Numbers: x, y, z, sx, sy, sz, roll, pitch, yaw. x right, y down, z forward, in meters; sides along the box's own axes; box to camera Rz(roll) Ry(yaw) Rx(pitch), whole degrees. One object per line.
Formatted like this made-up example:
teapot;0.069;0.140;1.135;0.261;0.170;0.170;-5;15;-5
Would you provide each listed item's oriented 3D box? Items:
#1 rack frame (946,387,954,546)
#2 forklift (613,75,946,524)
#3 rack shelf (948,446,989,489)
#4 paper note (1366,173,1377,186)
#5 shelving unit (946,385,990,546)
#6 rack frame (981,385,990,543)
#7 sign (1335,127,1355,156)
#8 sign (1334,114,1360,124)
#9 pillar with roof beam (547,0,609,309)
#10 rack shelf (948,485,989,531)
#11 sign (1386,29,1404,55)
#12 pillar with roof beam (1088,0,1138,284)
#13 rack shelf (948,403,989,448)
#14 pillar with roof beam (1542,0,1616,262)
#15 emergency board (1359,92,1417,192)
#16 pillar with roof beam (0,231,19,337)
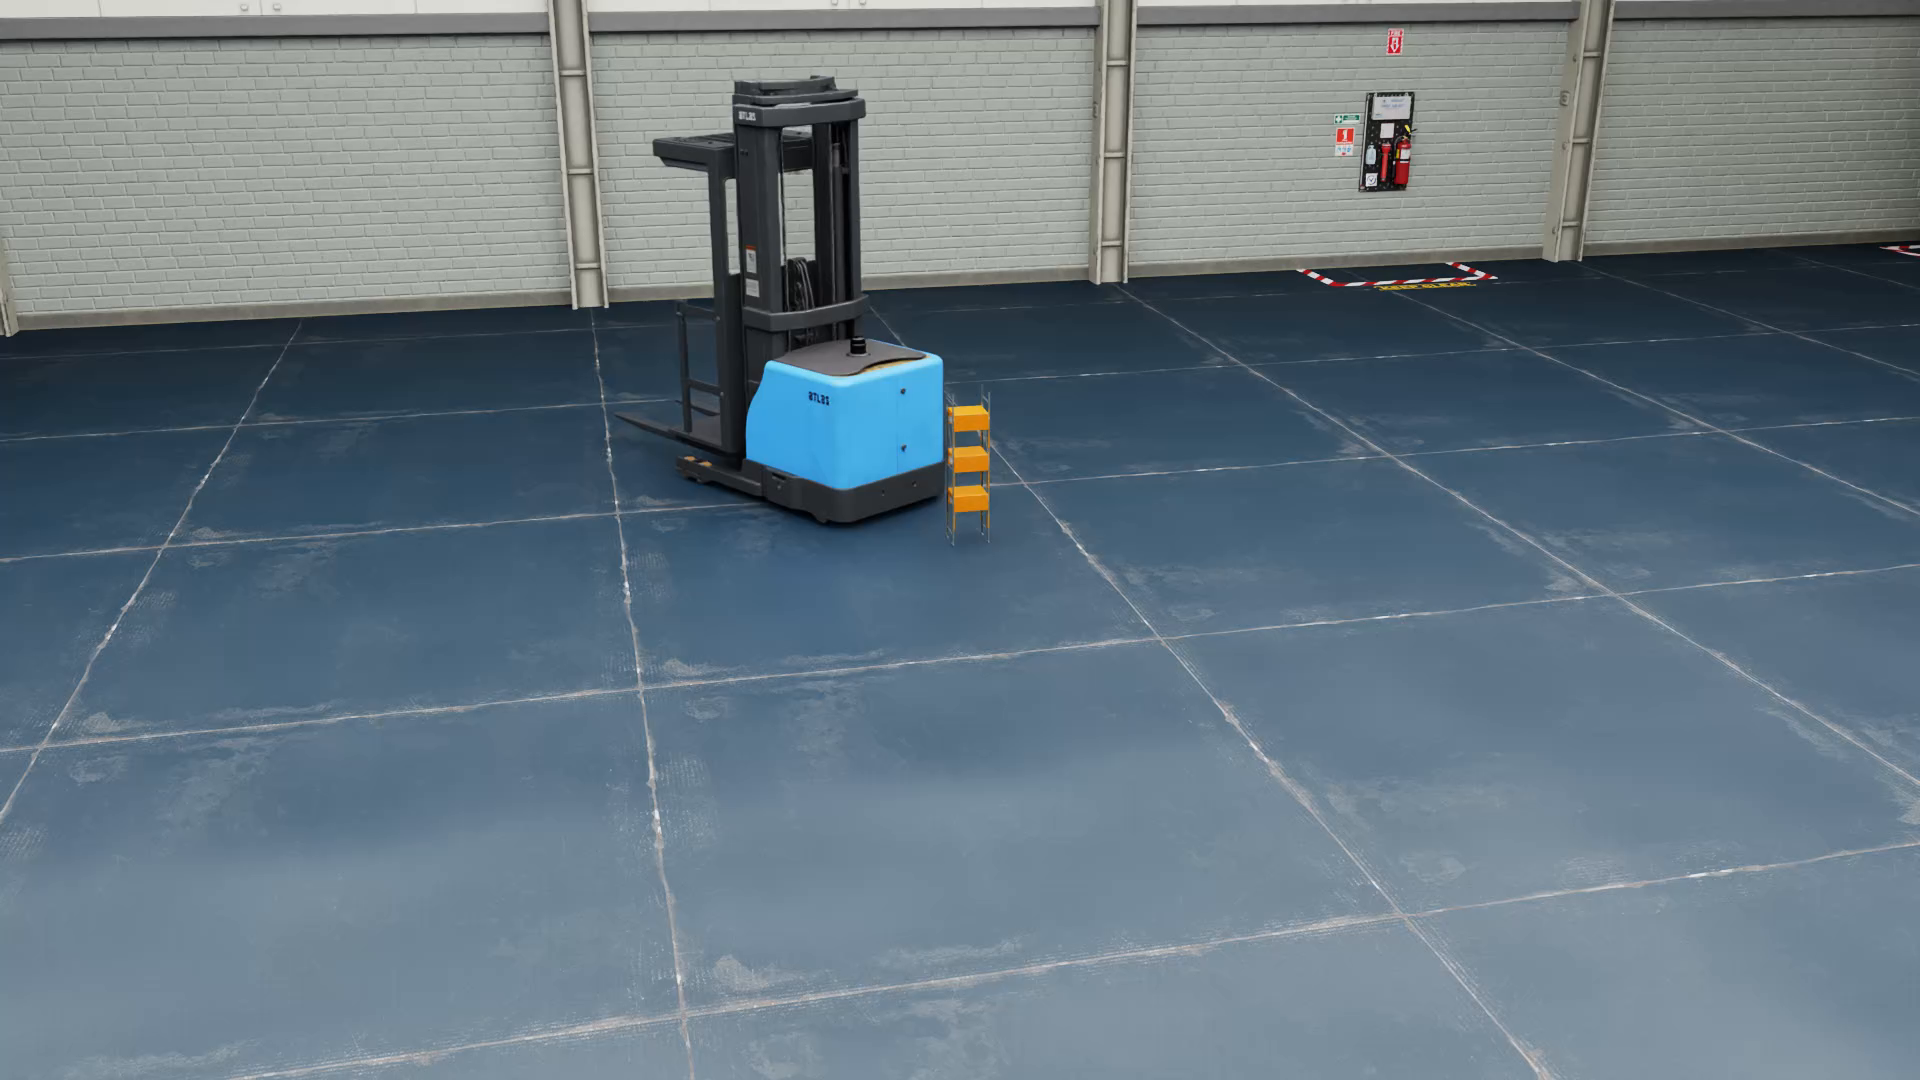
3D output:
rack frame;-0.067;-0.488;11.119;0.008;1.050;0.200;-5;21;-12
forklift;-1.503;-1.908;12.261;3.031;2.935;1.130;19;27;41
rack shelf;0.052;-0.487;11.149;0.240;0.259;0.215;-5;21;-12
paper note;4.988;-4.365;20.150;0.142;0.148;0.016;-5;21;-12
shelving unit;0.052;-0.497;11.146;0.252;1.050;0.215;-5;21;-12
rack frame;0.171;-0.507;11.172;0.008;1.050;0.200;-5;21;-12
sign;4.614;-4.777;19.942;0.234;0.329;0.001;-5;21;-12
sign;4.621;-5.023;19.844;0.331;0.109;0.001;-5;21;-12
pillar with roof beam;-3.098;-5.378;12.914;0.400;9.000;9.100;-5;21;-12
rack shelf;0.052;-0.226;11.245;0.240;0.259;0.215;-5;21;-12
sign;5.145;-5.891;19.664;0.199;0.298;0.001;-5;21;-12
pillar with roof beam;2.741;-5.853;14.211;0.400;9.000;9.100;-5;21;-12
rack shelf;0.052;-0.754;11.052;0.240;0.259;0.215;-5;21;-12
pillar with roof beam;8.580;-6.328;15.507;0.400;9.000;9.100;-5;21;-12
emergency board;5.176;-4.769;19.974;0.643;1.169;0.194;-5;21;-12
pillar with roof beam;-8.937;-4.903;11.618;0.400;9.000;9.100;-5;21;-12
